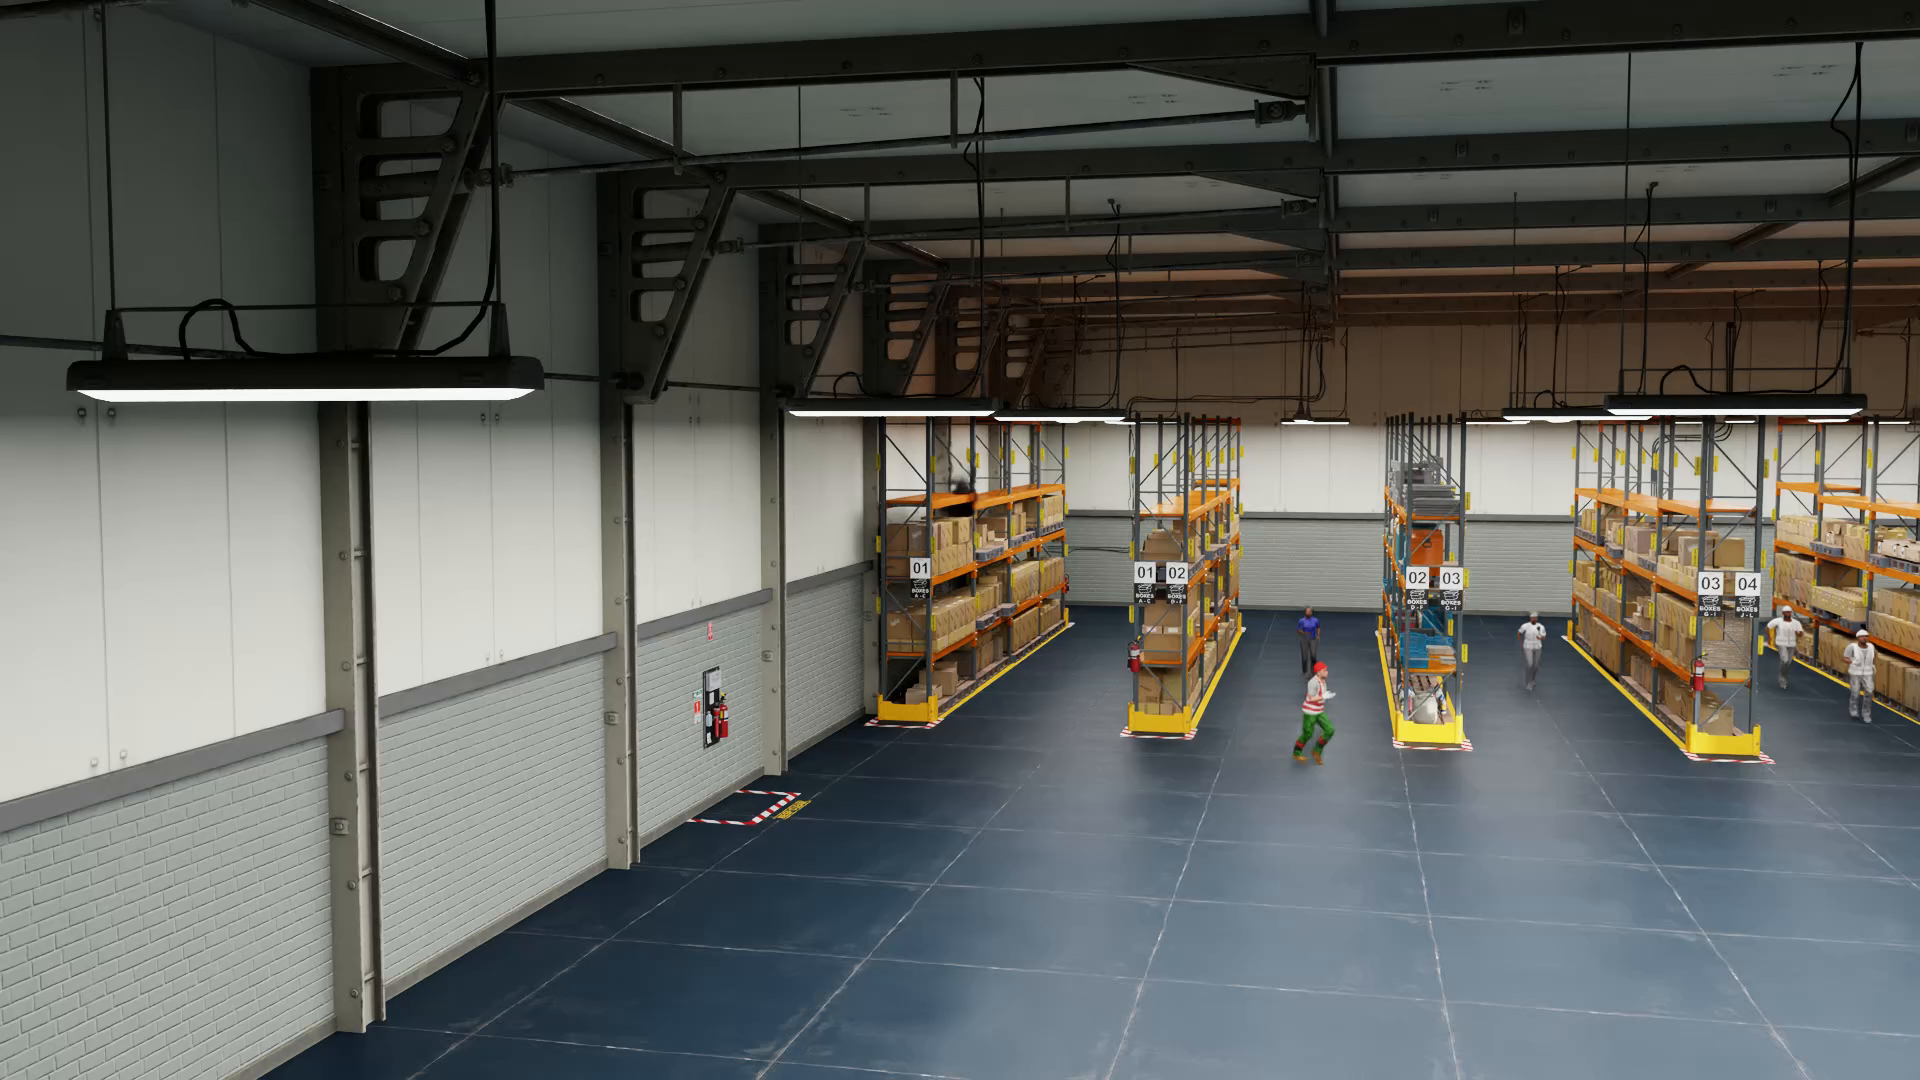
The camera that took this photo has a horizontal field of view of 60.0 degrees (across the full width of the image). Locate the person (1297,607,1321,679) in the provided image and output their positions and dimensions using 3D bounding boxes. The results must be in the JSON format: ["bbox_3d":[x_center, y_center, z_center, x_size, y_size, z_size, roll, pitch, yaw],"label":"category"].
[{"bbox_3d":[7.927,2.349,37.734,0.544,1.664,0.688,0,4,6],"label":"person"}]

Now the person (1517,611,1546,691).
[{"bbox_3d":[12.523,2.419,36.385,0.545,1.758,0.745,0,4,5],"label":"person"}]

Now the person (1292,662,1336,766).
[{"bbox_3d":[5.989,2.936,28.103,0.829,1.785,0.620,4,5,42],"label":"person"}]

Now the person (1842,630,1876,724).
[{"bbox_3d":[17.534,2.655,32.382,0.659,1.829,0.759,1,4,15],"label":"person"}]

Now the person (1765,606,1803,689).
[{"bbox_3d":[18.213,2.362,36.681,0.678,1.831,0.770,0,4,2],"label":"person"}]
